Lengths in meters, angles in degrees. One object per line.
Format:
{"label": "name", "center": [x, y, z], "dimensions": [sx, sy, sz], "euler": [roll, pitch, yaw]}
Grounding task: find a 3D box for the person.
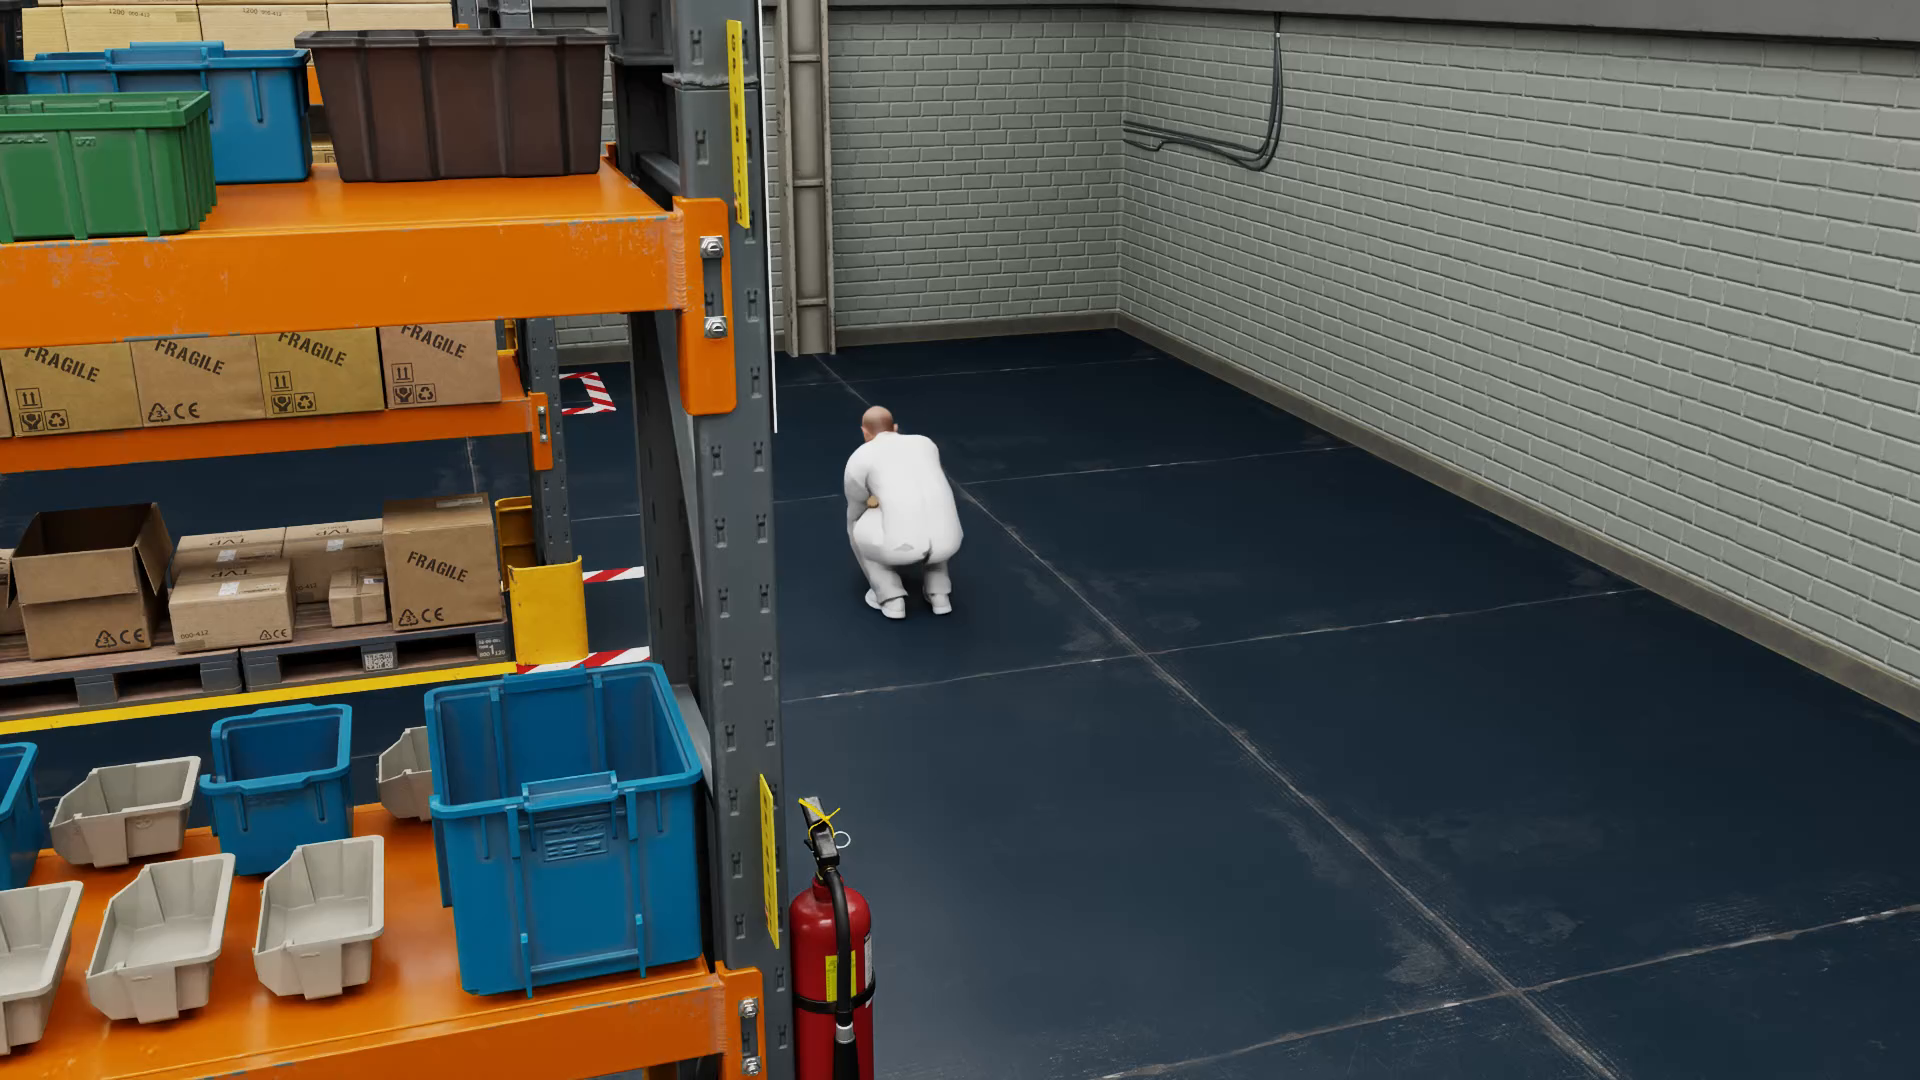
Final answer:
{"label": "person", "center": [-0.311, -0.127, 8.792], "dimensions": [0.586, 0.920, 0.924], "euler": [-6, 20, -18]}
